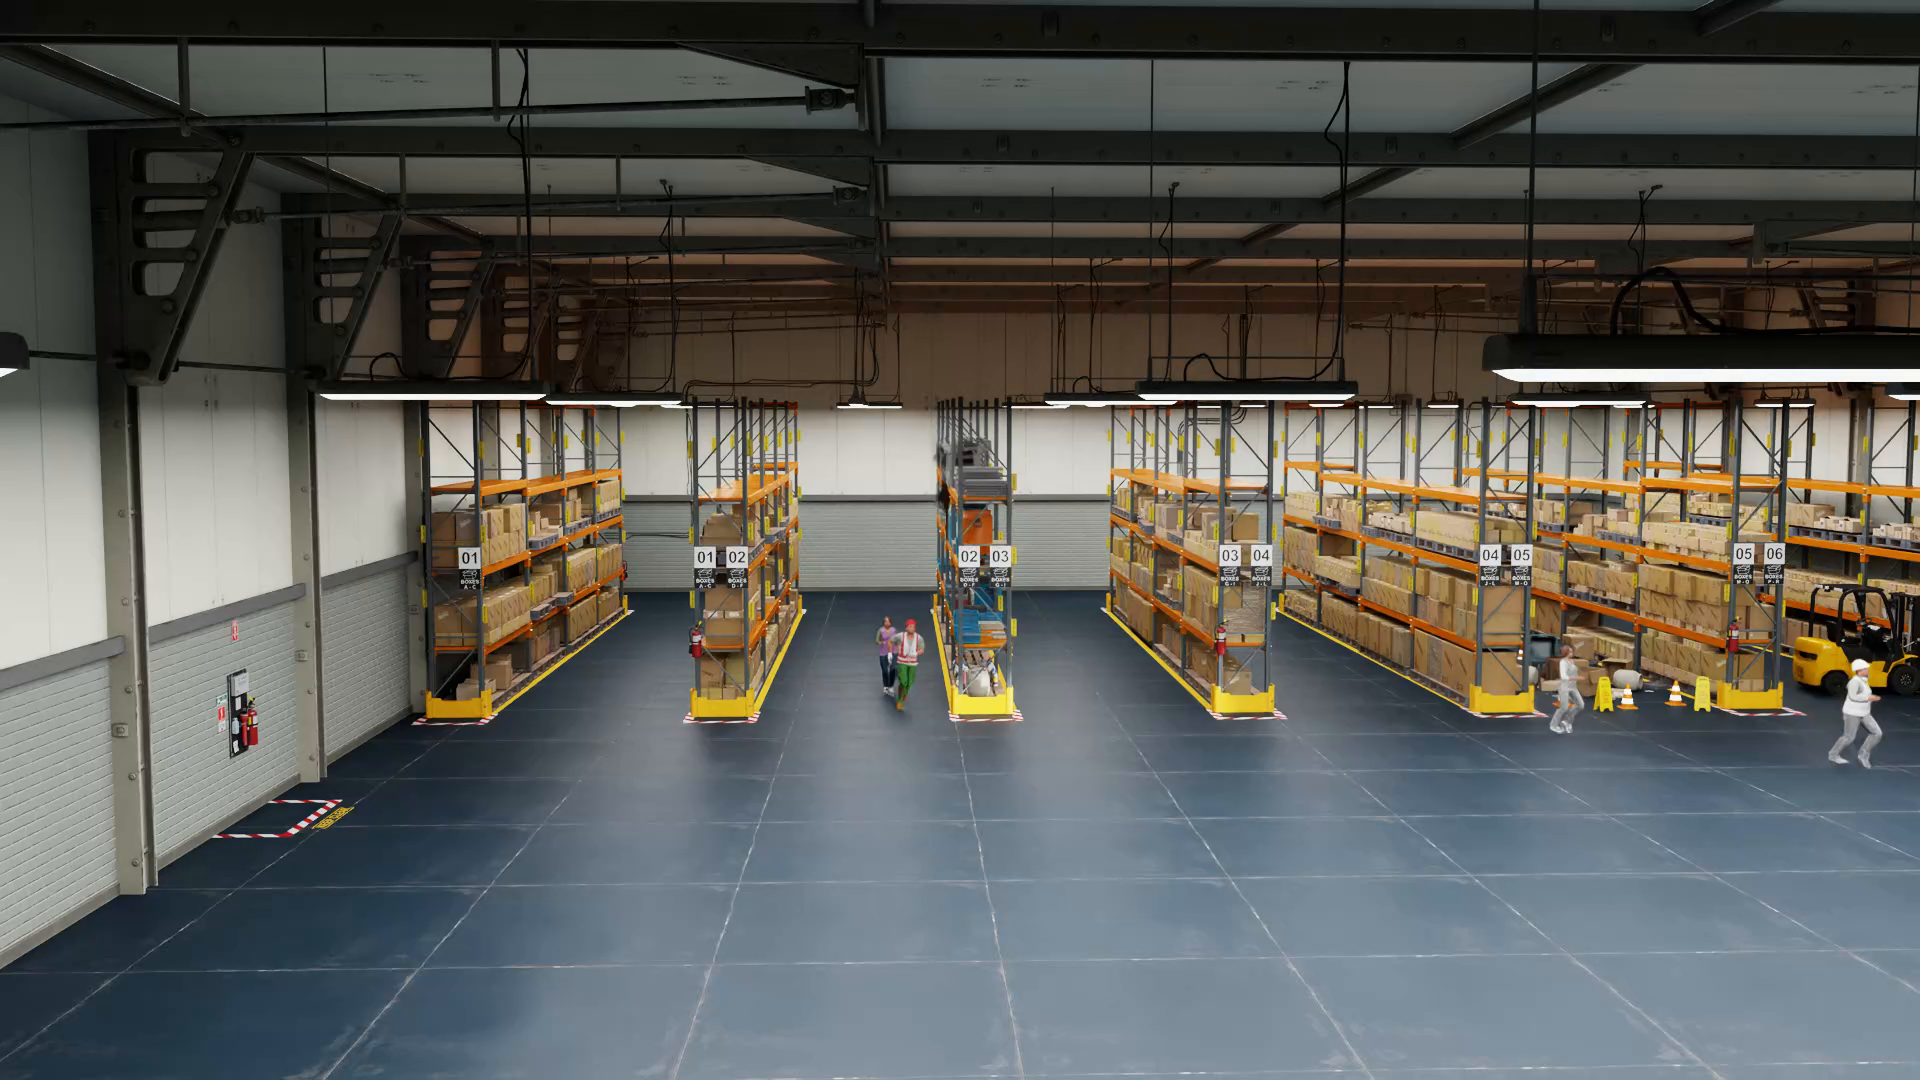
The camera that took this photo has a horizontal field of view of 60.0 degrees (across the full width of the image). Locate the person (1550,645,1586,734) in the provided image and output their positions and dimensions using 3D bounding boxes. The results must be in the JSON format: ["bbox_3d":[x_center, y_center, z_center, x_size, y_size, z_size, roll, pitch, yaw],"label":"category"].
[{"bbox_3d":[10.763,2.661,29.408,0.510,1.555,0.644,-4,6,-39],"label":"person"}]

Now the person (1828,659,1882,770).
[{"bbox_3d":[14.342,2.795,26.638,0.640,1.795,0.777,-4,6,-40],"label":"person"}]

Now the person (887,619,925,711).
[{"bbox_3d":[-1.019,2.396,31.831,0.670,1.776,0.634,-2,5,-21],"label":"person"}]

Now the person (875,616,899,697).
[{"bbox_3d":[-1.449,2.341,33.508,0.514,1.618,0.640,0,4,-4],"label":"person"}]
